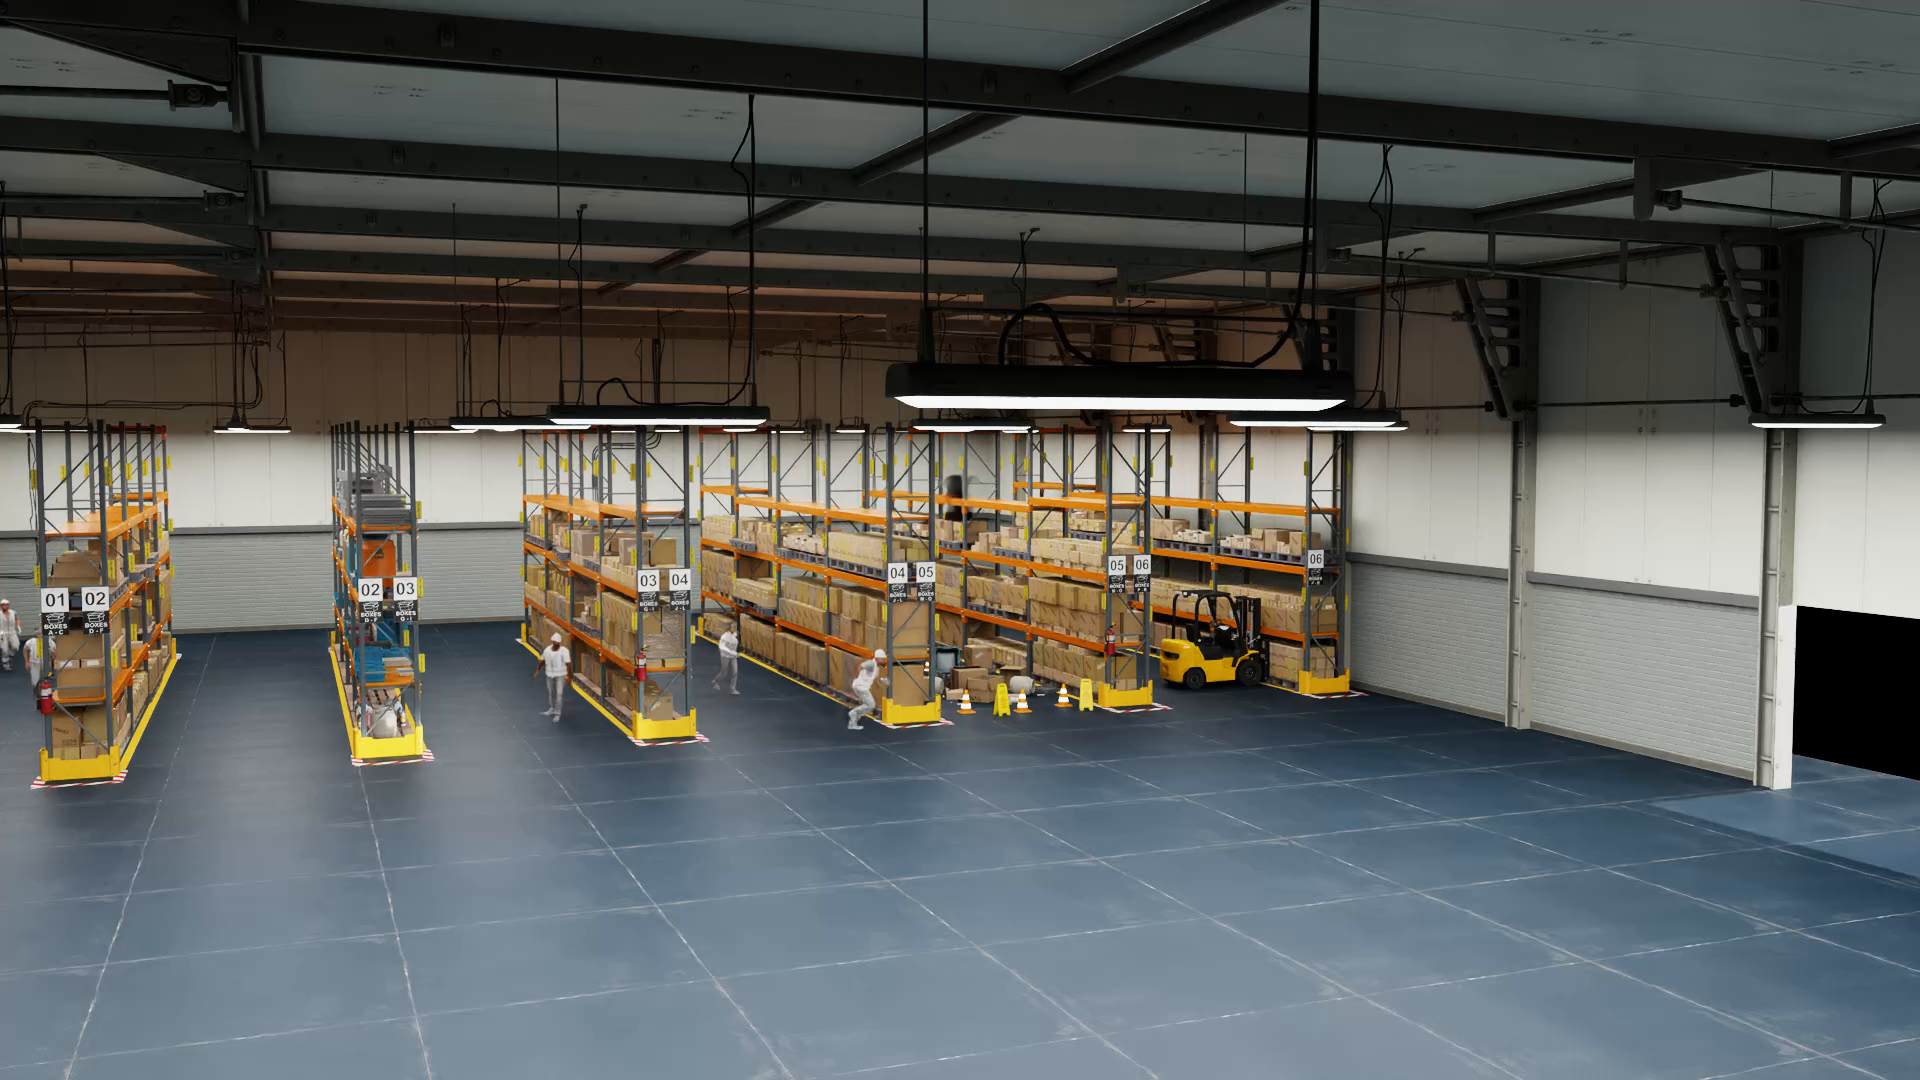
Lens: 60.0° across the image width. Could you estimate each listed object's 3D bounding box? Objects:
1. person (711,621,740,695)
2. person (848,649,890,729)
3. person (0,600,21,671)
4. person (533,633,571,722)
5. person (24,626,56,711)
[{"bbox_3d":[-5.199,2.598,36.923,0.841,1.654,0.599,3,5,41],"label":"person"},{"bbox_3d":[-1.793,2.911,32.259,0.832,1.588,0.717,1,4,13],"label":"person"},{"bbox_3d":[-23.189,2.321,40.492,0.515,1.744,0.677,3,5,44],"label":"person"},{"bbox_3d":[-8.237,2.752,33.664,0.774,1.760,0.766,1,4,12],"label":"person"},{"bbox_3d":[-19.277,2.689,34.877,0.606,1.801,0.843,-2,4,-30],"label":"person"}]
